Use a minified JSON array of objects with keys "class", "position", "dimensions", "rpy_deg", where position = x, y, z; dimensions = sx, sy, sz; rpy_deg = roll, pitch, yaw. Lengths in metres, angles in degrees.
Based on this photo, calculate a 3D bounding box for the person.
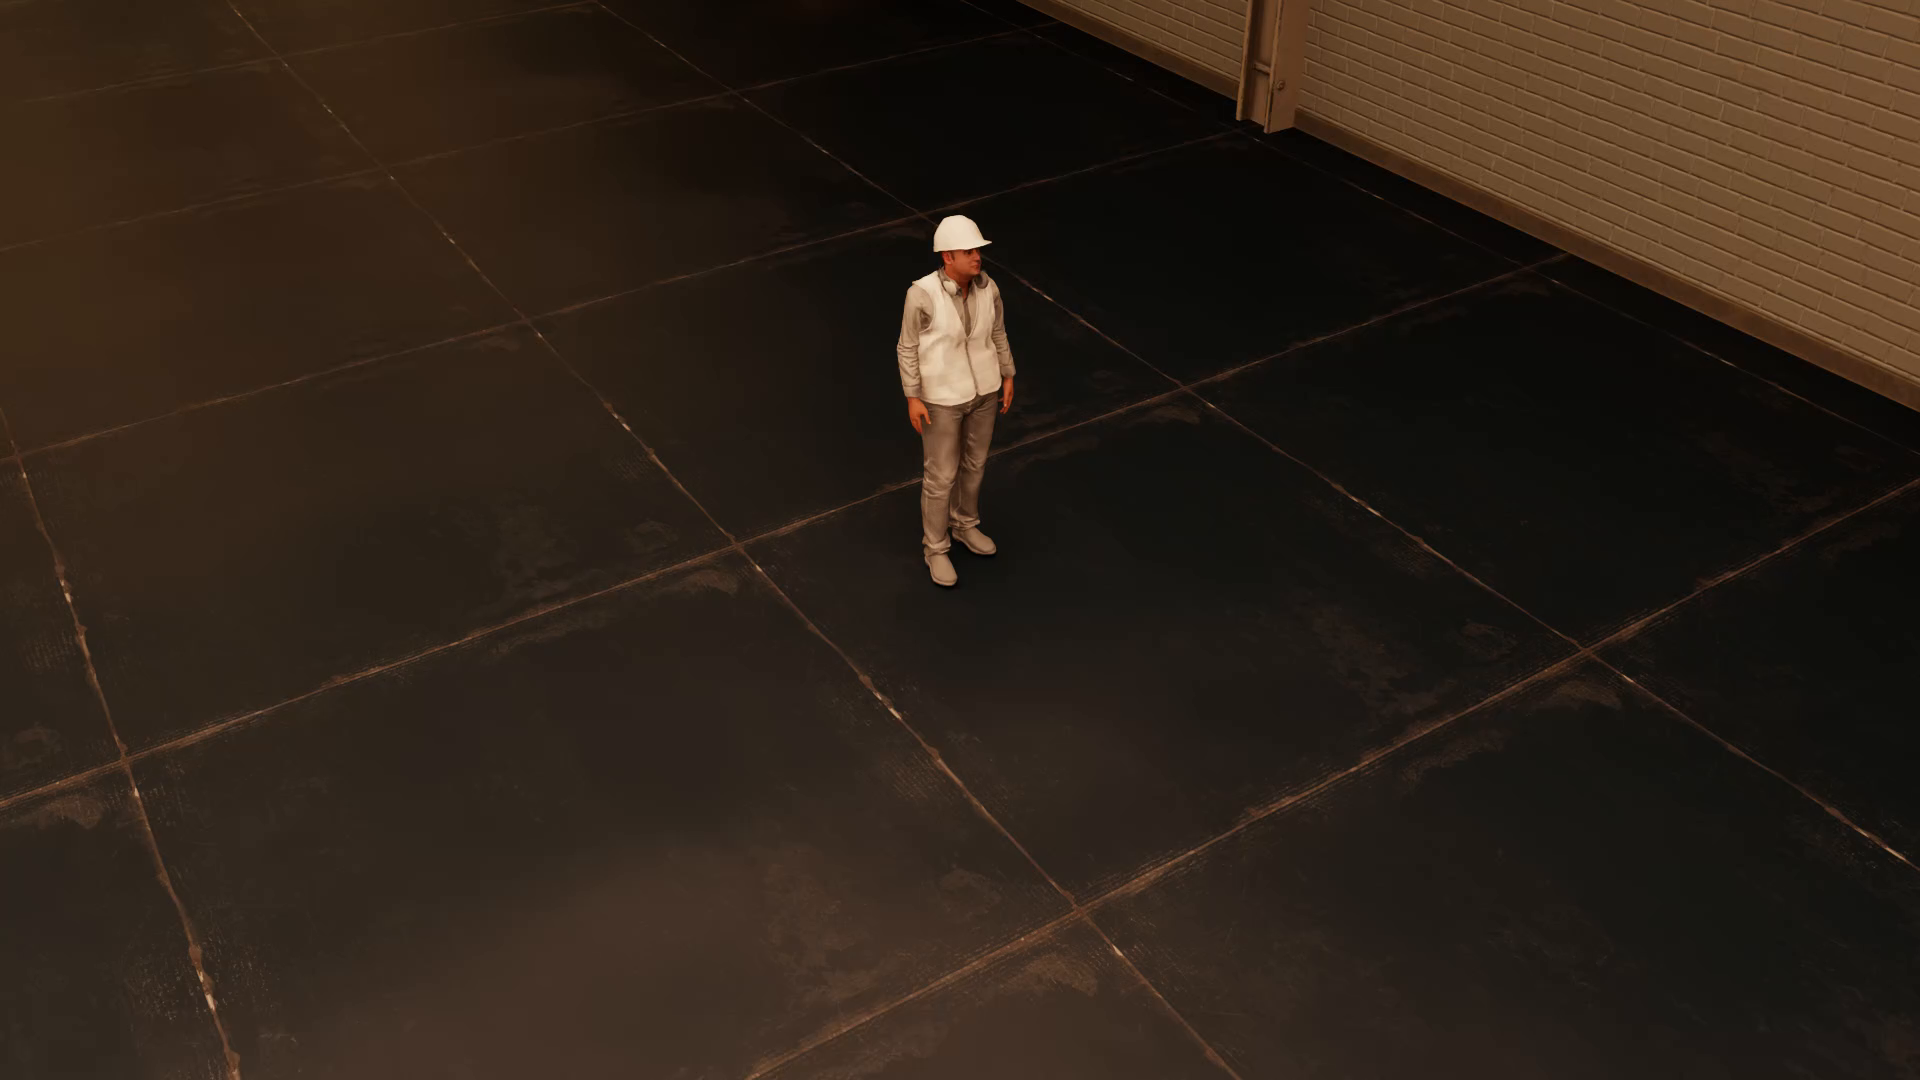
[{"class":"person","position":[0.027,-0.700,8.137],"dimensions":[0.632,1.773,0.568],"rpy_deg":[-21,40,-27]}]
